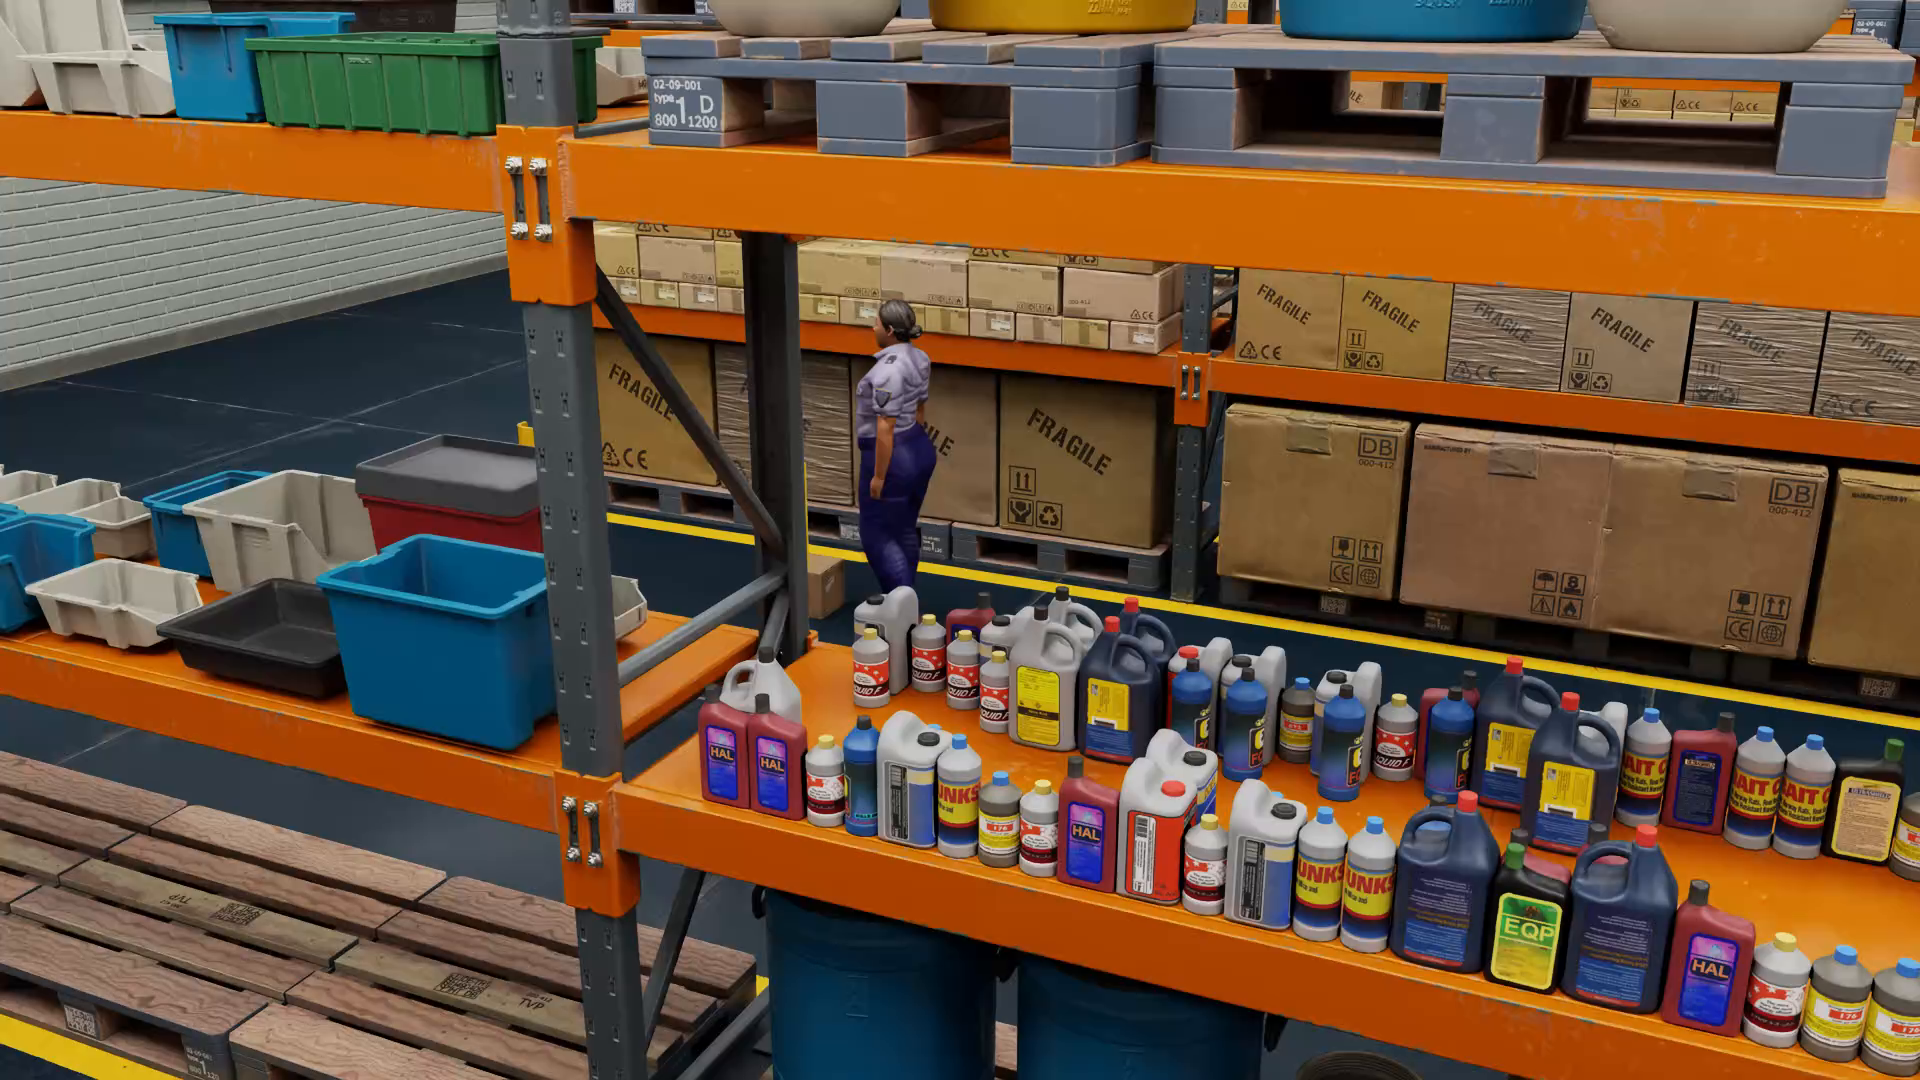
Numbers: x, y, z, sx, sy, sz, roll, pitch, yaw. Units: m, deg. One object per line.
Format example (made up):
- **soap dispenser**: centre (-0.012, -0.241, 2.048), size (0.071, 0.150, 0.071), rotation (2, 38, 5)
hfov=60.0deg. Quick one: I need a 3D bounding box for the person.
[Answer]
- **person**: centre (-0.323, -0.313, 8.137), size (0.454, 1.716, 0.481), rotation (9, 21, 23)
